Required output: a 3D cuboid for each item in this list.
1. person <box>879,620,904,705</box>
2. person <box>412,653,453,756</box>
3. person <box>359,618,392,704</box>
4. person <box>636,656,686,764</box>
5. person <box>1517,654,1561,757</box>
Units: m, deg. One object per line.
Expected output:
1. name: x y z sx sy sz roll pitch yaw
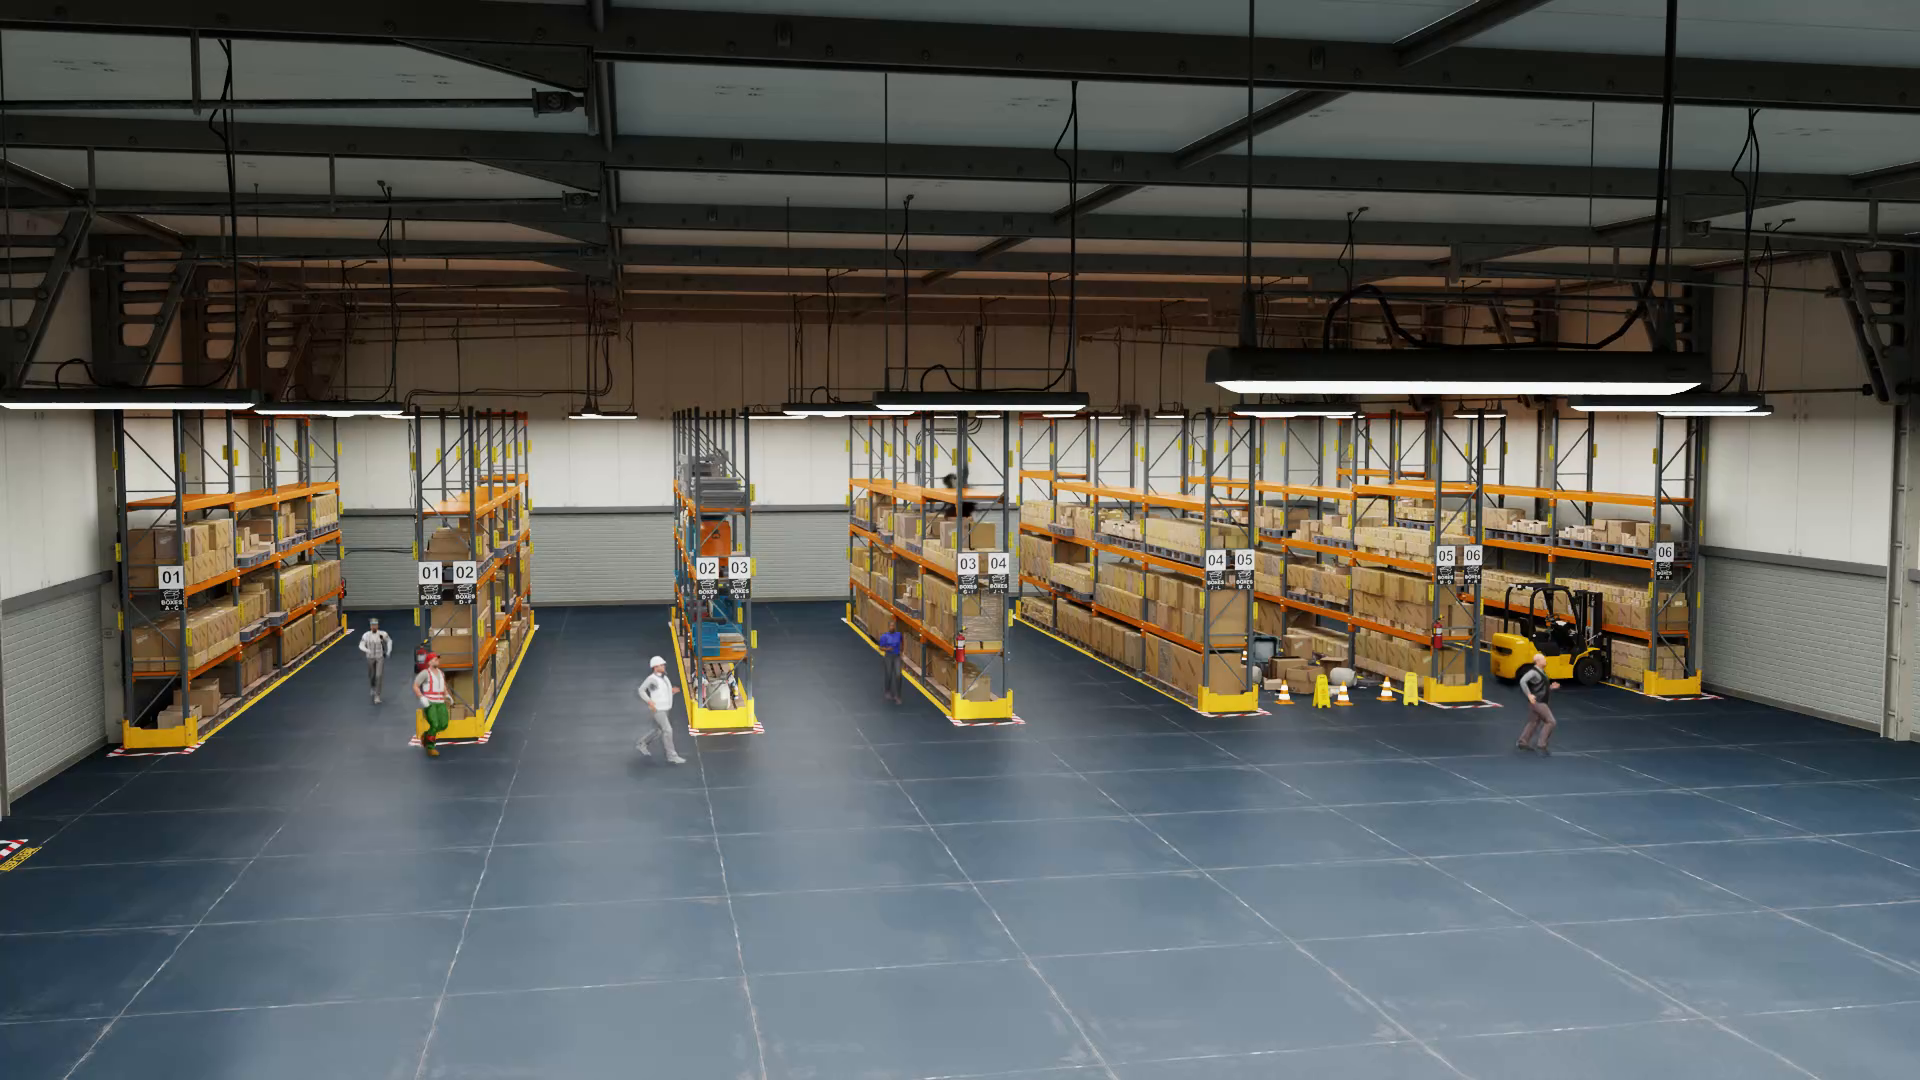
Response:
1. person: -1.392 2.496 33.920 0.564 1.699 0.794 -1 4 -13
2. person: -9.083 2.822 28.723 0.539 1.738 0.703 2 5 31
3. person: -12.004 2.451 34.172 0.633 1.715 0.826 -1 4 -14
4. person: -5.033 2.831 27.874 0.963 1.763 0.655 1 4 14
5. person: 9.942 2.834 28.565 0.699 1.763 0.638 2 4 25
